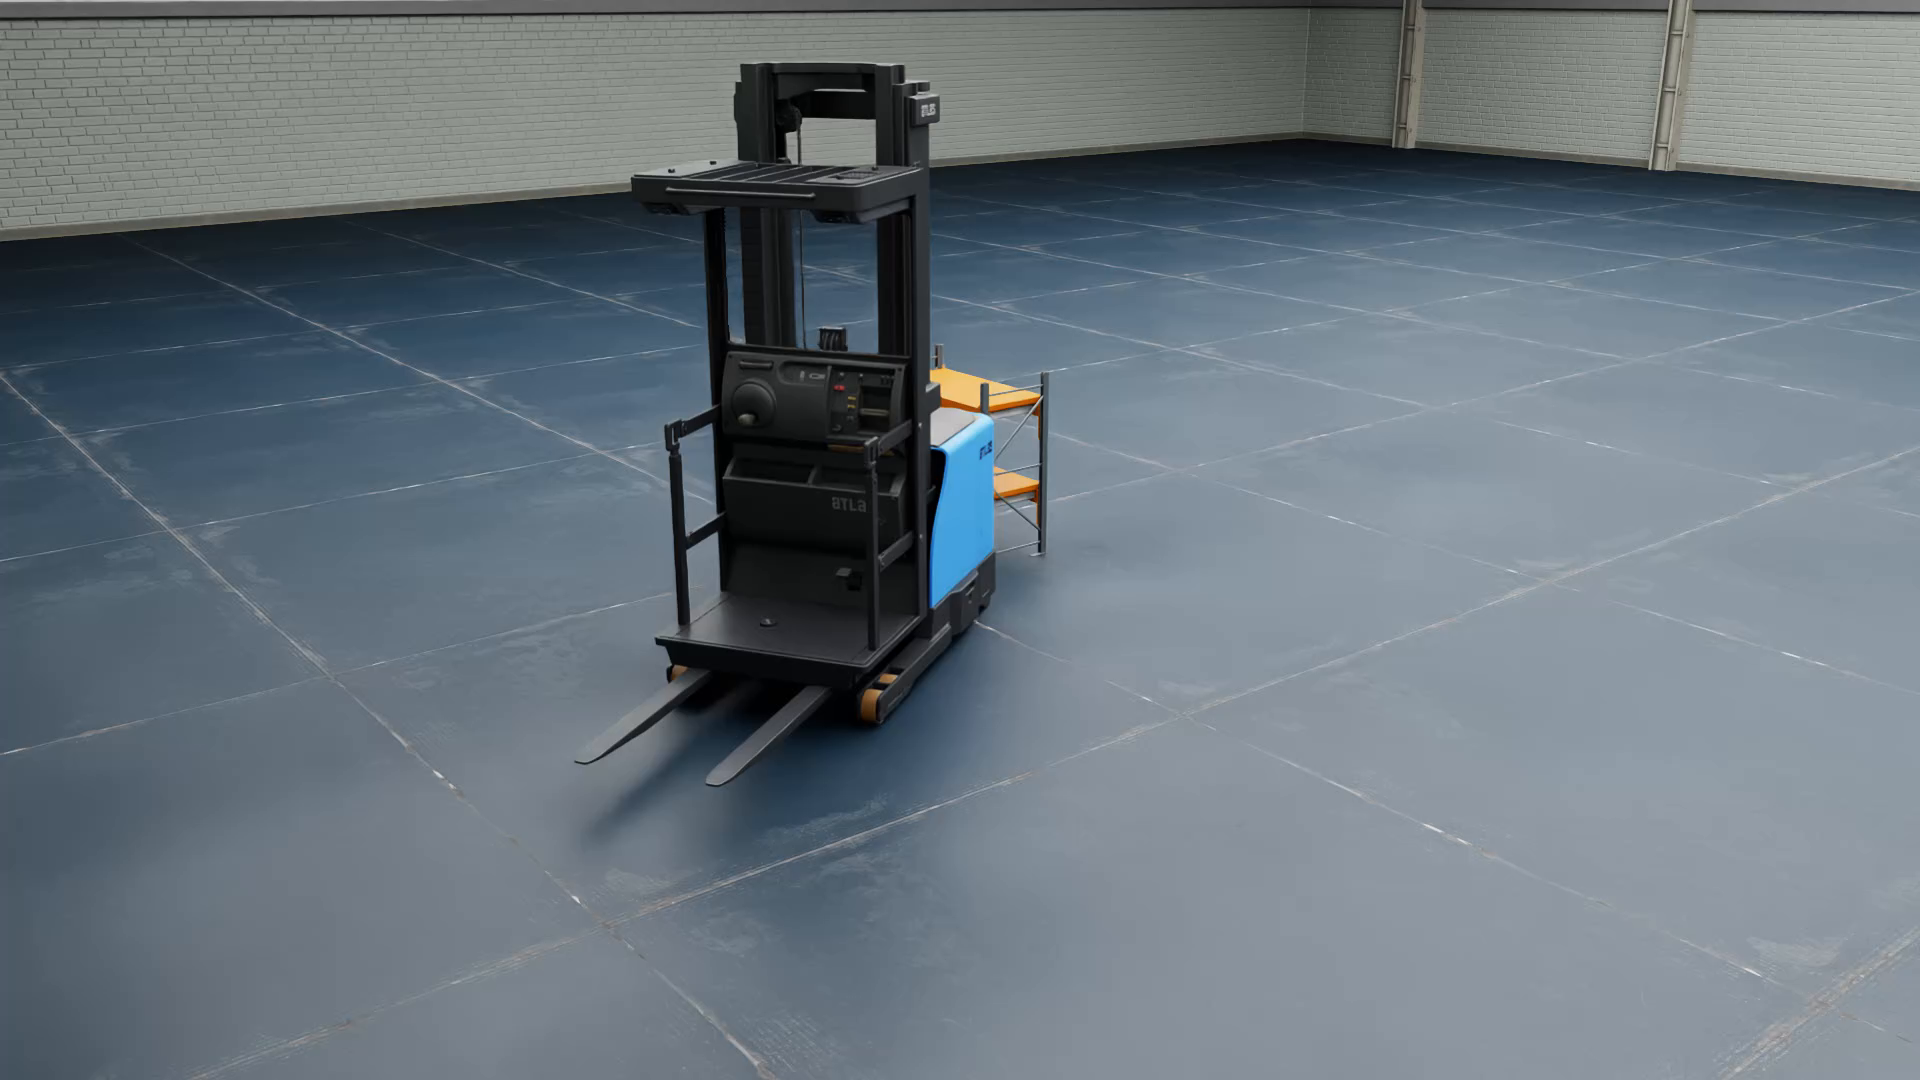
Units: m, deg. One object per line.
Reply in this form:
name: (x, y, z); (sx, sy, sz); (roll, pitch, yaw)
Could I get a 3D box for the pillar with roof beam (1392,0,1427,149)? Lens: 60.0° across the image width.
pillar with roof beam: (6.252, -11.952, 32.141); (9.100, 9.000, 0.400); (-14, 23, -36)

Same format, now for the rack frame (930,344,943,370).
rack frame: (-0.311, -0.658, 10.559); (0.500, 1.125, 0.032); (-14, 23, -36)

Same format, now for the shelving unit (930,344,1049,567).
shelving unit: (0.004, -0.532, 10.181); (0.538, 1.125, 1.048); (-14, 23, -36)

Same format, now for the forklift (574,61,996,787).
forklift: (-0.775, -0.676, 7.740); (1.130, 2.935, 3.031); (6, 19, 19)

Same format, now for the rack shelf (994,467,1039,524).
rack shelf: (0.004, -0.300, 10.258); (0.538, 0.278, 1.000); (-14, 23, -36)

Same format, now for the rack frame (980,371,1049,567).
rack frame: (0.320, -0.407, 9.802); (0.500, 1.125, 0.032); (-14, 23, -36)

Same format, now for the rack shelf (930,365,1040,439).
rack shelf: (0.004, -0.810, 10.089); (0.538, 0.278, 1.000); (-14, 23, -36)

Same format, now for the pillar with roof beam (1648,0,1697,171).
pillar with roof beam: (9.978, -10.473, 27.676); (9.100, 9.000, 0.400); (-14, 23, -36)
